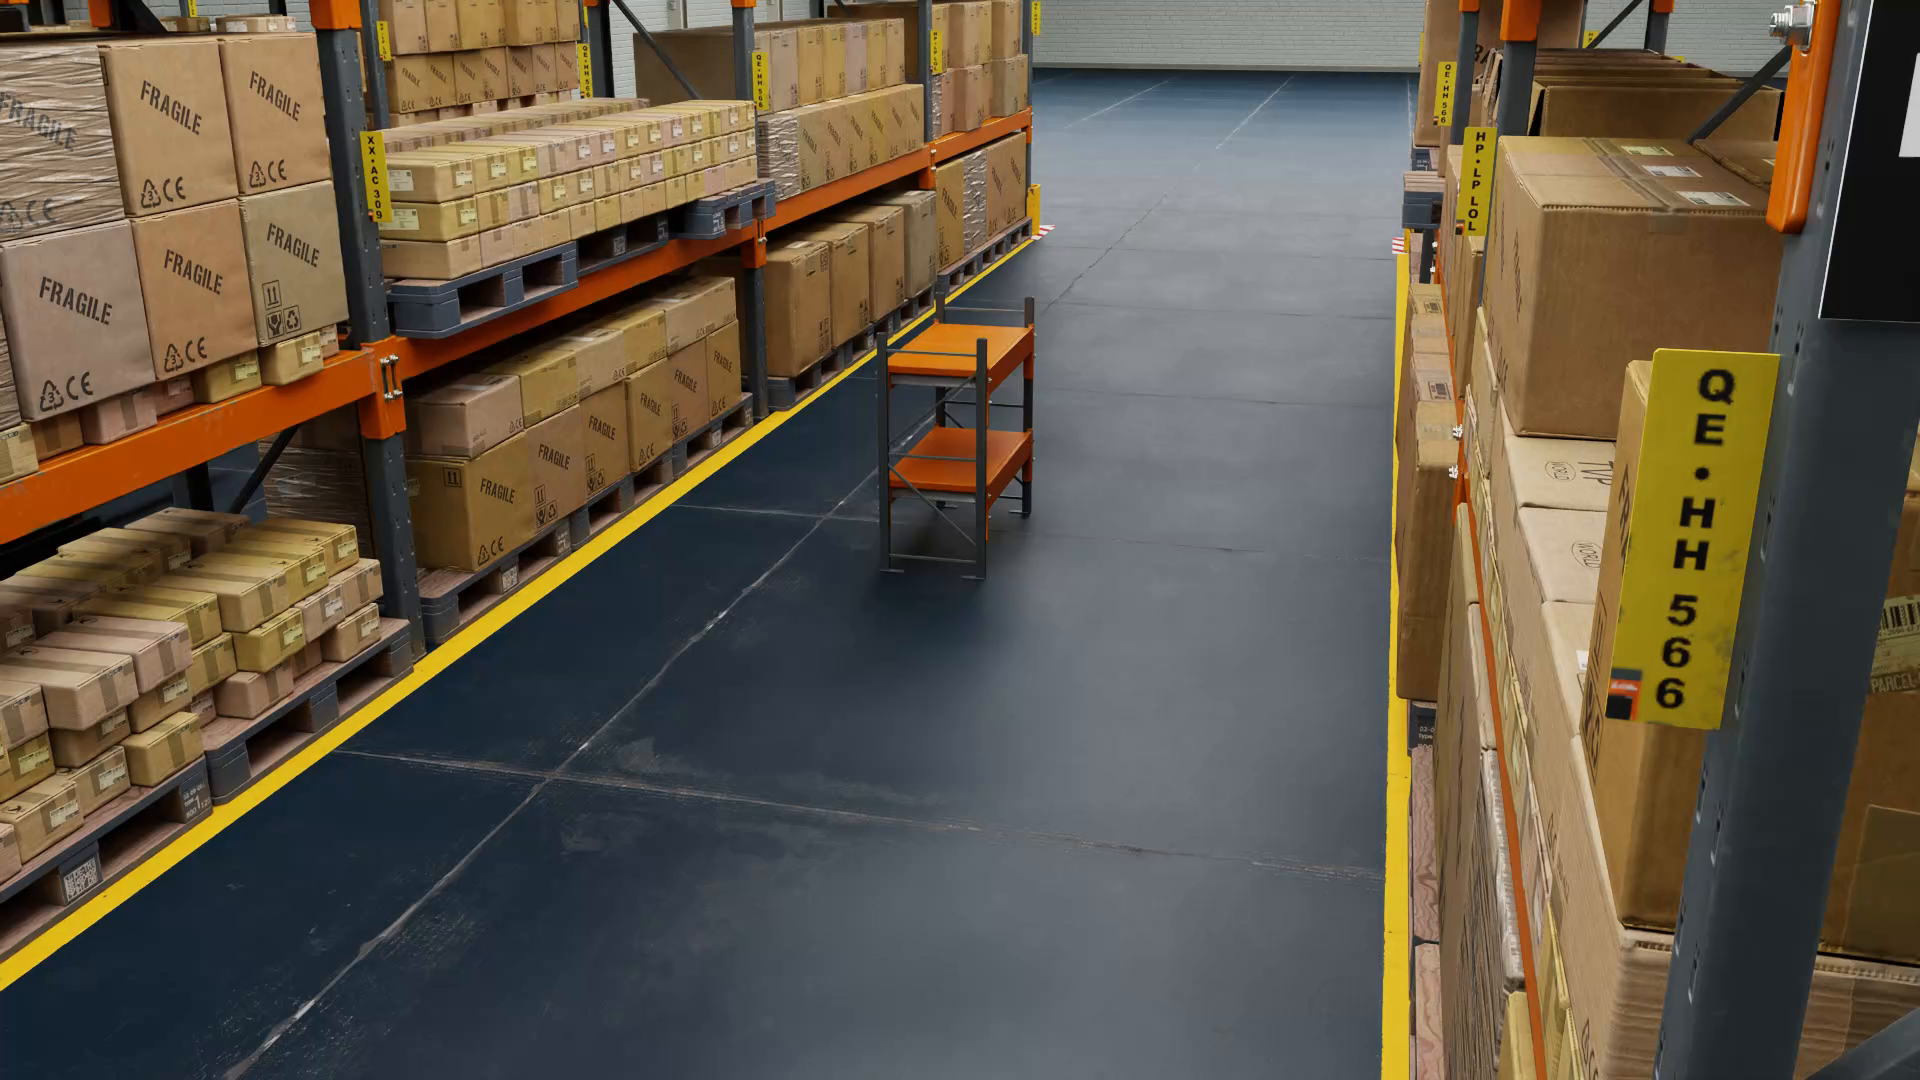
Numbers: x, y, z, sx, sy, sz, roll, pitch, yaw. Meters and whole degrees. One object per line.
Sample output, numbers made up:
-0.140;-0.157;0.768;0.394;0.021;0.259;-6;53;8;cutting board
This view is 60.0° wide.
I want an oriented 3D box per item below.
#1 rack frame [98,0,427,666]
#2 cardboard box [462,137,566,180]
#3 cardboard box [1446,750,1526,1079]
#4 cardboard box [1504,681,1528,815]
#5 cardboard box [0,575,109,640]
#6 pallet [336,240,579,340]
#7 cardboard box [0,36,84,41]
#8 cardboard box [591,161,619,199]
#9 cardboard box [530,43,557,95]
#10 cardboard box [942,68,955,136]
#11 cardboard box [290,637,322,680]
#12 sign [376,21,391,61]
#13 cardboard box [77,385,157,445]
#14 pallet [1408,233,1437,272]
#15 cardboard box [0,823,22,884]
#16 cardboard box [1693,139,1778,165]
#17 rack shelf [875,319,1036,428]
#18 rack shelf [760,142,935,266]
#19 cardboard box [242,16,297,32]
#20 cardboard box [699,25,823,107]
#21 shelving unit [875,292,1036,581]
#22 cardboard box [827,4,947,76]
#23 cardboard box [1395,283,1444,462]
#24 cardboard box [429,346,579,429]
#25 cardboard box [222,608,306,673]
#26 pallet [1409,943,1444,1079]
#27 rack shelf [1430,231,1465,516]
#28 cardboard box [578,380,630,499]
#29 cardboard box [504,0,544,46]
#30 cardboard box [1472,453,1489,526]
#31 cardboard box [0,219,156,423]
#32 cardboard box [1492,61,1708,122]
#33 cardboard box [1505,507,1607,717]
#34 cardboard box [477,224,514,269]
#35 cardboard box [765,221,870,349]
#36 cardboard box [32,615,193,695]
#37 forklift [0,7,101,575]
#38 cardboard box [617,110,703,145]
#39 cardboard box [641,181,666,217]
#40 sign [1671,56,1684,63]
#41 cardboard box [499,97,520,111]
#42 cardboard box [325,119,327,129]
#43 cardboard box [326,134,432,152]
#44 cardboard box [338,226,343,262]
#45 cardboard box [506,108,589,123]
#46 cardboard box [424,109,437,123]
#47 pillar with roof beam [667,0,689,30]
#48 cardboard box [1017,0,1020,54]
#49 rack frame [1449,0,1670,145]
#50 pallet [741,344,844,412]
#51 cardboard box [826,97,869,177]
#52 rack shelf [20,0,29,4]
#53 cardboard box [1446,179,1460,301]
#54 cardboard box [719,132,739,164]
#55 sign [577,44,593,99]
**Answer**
-2.678;-0.966;6.374;1.000;3.000;0.127;5;19;13;rack frame
-1.945;-1.660;7.226;0.380;0.149;0.250;4;19;13;cardboard box
1.430;1.026;3.180;0.875;0.875;0.875;5;19;13;cardboard box
1.145;0.373;2.845;0.380;0.149;0.250;4;19;12;cardboard box
-3.144;0.243;5.675;0.380;0.149;0.250;4;19;12;cardboard box
-2.351;-1.103;7.072;1.003;0.211;1.213;5;19;13;pallet
-3.137;-1.341;5.311;0.500;0.500;0.500;4;19;12;cardboard box
-1.820;-1.685;7.759;0.380;0.149;0.250;4;19;12;cardboard box
-4.563;-4.926;17.353;0.500;0.500;0.500;5;19;14;cardboard box
-0.533;-3.835;14.542;0.875;0.550;0.550;5;19;13;cardboard box
-2.588;0.409;6.109;0.380;0.149;0.250;5;20;15;cardboard box
-5.009;-4.337;14.454;0.100;0.325;0.005;5;19;13;sign
-2.726;-0.404;5.118;0.380;0.149;0.250;4;19;11;cardboard box
4.787;-2.708;15.790;1.003;0.211;1.213;5;19;13;pallet
-2.895;0.903;4.665;0.380;0.149;0.250;4;19;11;cardboard box
2.254;-0.802;4.505;0.500;0.500;0.500;5;20;15;cardboard box
-0.002;-0.807;7.905;0.538;0.278;1.000;5;19;13;rack shelf
-1.212;-2.506;11.996;1.077;0.370;4.000;5;19;13;rack shelf
-5.598;-4.146;13.418;0.380;0.149;0.250;4;19;12;cardboard box
-1.336;-3.199;11.212;0.700;0.500;0.500;4;19;13;cardboard box
-0.002;-0.530;8.000;0.538;1.125;1.048;5;19;13;shelving unit
-0.600;-4.168;13.847;0.875;0.550;0.550;5;19;13;cardboard box
2.895;-0.774;8.452;1.225;0.875;0.875;4;19;11;cardboard box
-2.114;-0.714;7.695;0.500;0.250;0.500;5;20;15;cardboard box
-2.550;0.339;5.855;0.380;0.149;0.250;4;19;11;cardboard box
1.549;1.393;3.782;1.003;0.211;1.213;5;19;13;pallet
2.595;-0.829;7.086;1.077;0.370;4.000;5;19;13;rack shelf
-1.998;-0.523;8.296;0.500;0.500;0.500;5;19;14;cardboard box
-4.640;-5.244;16.738;0.700;0.500;0.500;4;19;13;cardboard box
1.521;-0.109;4.256;0.380;0.149;0.250;4;19;12;cardboard box
-2.773;-0.661;4.868;0.500;0.500;0.500;5;19;13;cardboard box
2.570;-1.675;6.745;0.797;0.503;0.637;5;20;15;cardboard box
1.239;0.150;2.878;0.500;0.250;0.500;4;19;12;cardboard box
-2.074;-1.220;6.857;0.380;0.149;0.250;5;19;14;cardboard box
-1.255;-1.811;11.681;1.050;0.750;0.750;5;19;14;cardboard box
-2.706;0.365;5.320;0.380;0.149;0.250;4;19;11;cardboard box
-4.795;-1.293;7.437;1.130;2.935;3.031;5;19;14;forklift
-1.566;-2.146;8.649;0.380;0.149;0.250;5;20;15;cardboard box
-1.694;-1.707;8.282;0.380;0.149;0.250;5;20;15;cardboard box
3.623;-2.301;8.492;0.100;0.325;0.005;5;19;13;sign
-4.700;-4.427;16.895;0.380;0.149;0.250;4;19;13;cardboard box
-5.766;-3.838;15.173;0.380;0.149;0.250;4;19;13;cardboard box
-2.576;-1.716;7.388;0.380;0.149;0.250;5;19;13;cardboard box
-2.711;-1.267;6.995;0.380;0.149;0.250;5;19;14;cardboard box
-2.194;-2.207;8.827;0.380;0.149;0.250;4;19;11;cardboard box
-5.114;-3.956;15.517;0.380;0.149;0.250;5;19;13;cardboard box
-1.857;-13.470;33.703;9.100;9.000;0.400;5;19;13;pillar with roof beam
0.125;-5.195;16.855;0.875;0.550;0.550;5;19;13;cardboard box
3.084;-1.796;8.805;1.000;3.000;0.127;5;19;13;rack frame
-1.435;-1.141;11.201;1.003;0.211;1.213;5;19;13;pallet
-0.961;-2.860;11.764;0.500;0.500;0.500;4;19;13;cardboard box
-6.037;-4.284;12.563;1.077;0.370;4.000;5;19;13;rack shelf
2.332;-1.233;7.002;0.500;0.500;0.500;5;19;14;cardboard box
-1.444;-2.165;9.165;0.380;0.149;0.250;5;20;15;cardboard box
-2.240;-2.810;9.982;0.100;0.325;0.005;5;19;13;sign
